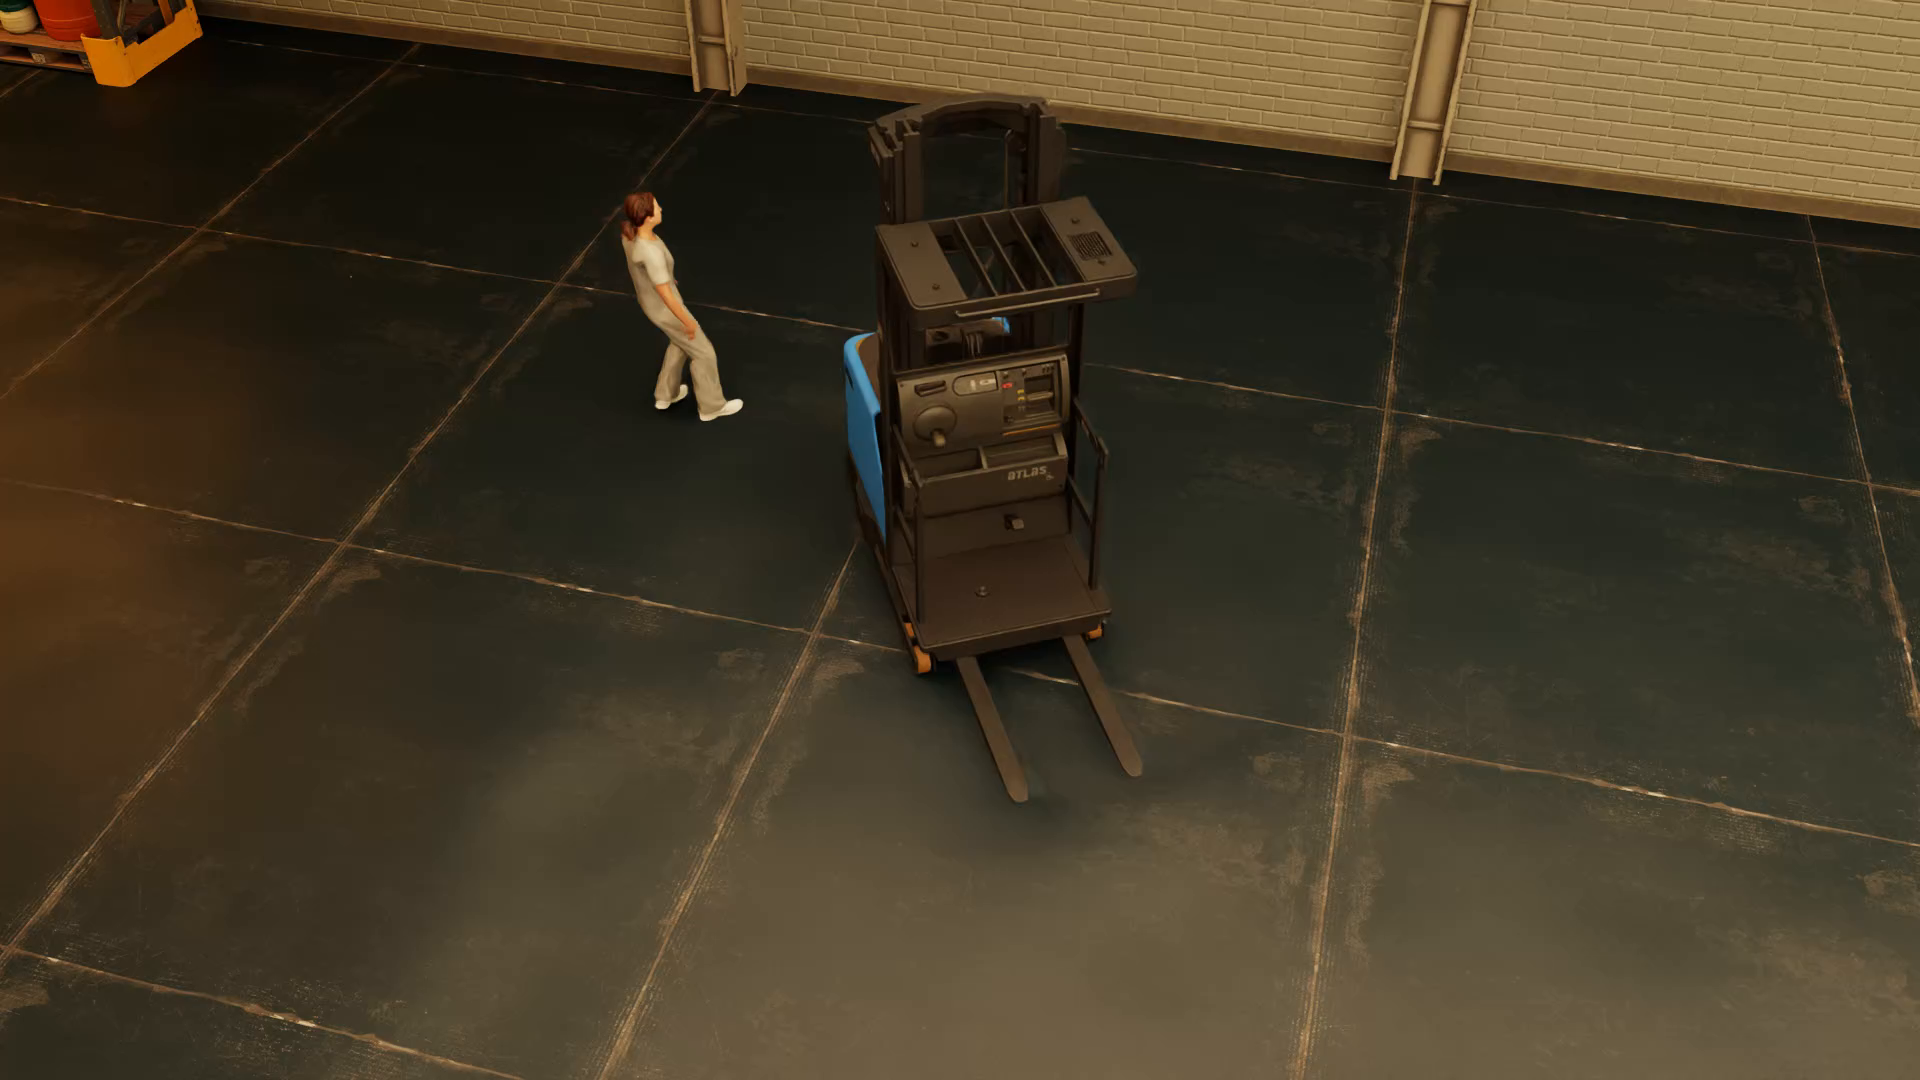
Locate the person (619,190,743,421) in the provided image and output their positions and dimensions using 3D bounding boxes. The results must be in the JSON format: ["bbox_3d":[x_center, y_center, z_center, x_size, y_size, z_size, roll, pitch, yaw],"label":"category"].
[{"bbox_3d":[-1.792,-1.505,10.572,0.613,1.635,0.600,-18,44,-19],"label":"person"}]

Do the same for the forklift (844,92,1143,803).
[{"bbox_3d":[0.189,-0.651,8.604,1.130,2.935,3.031,-11,42,-12],"label":"forklift"}]
